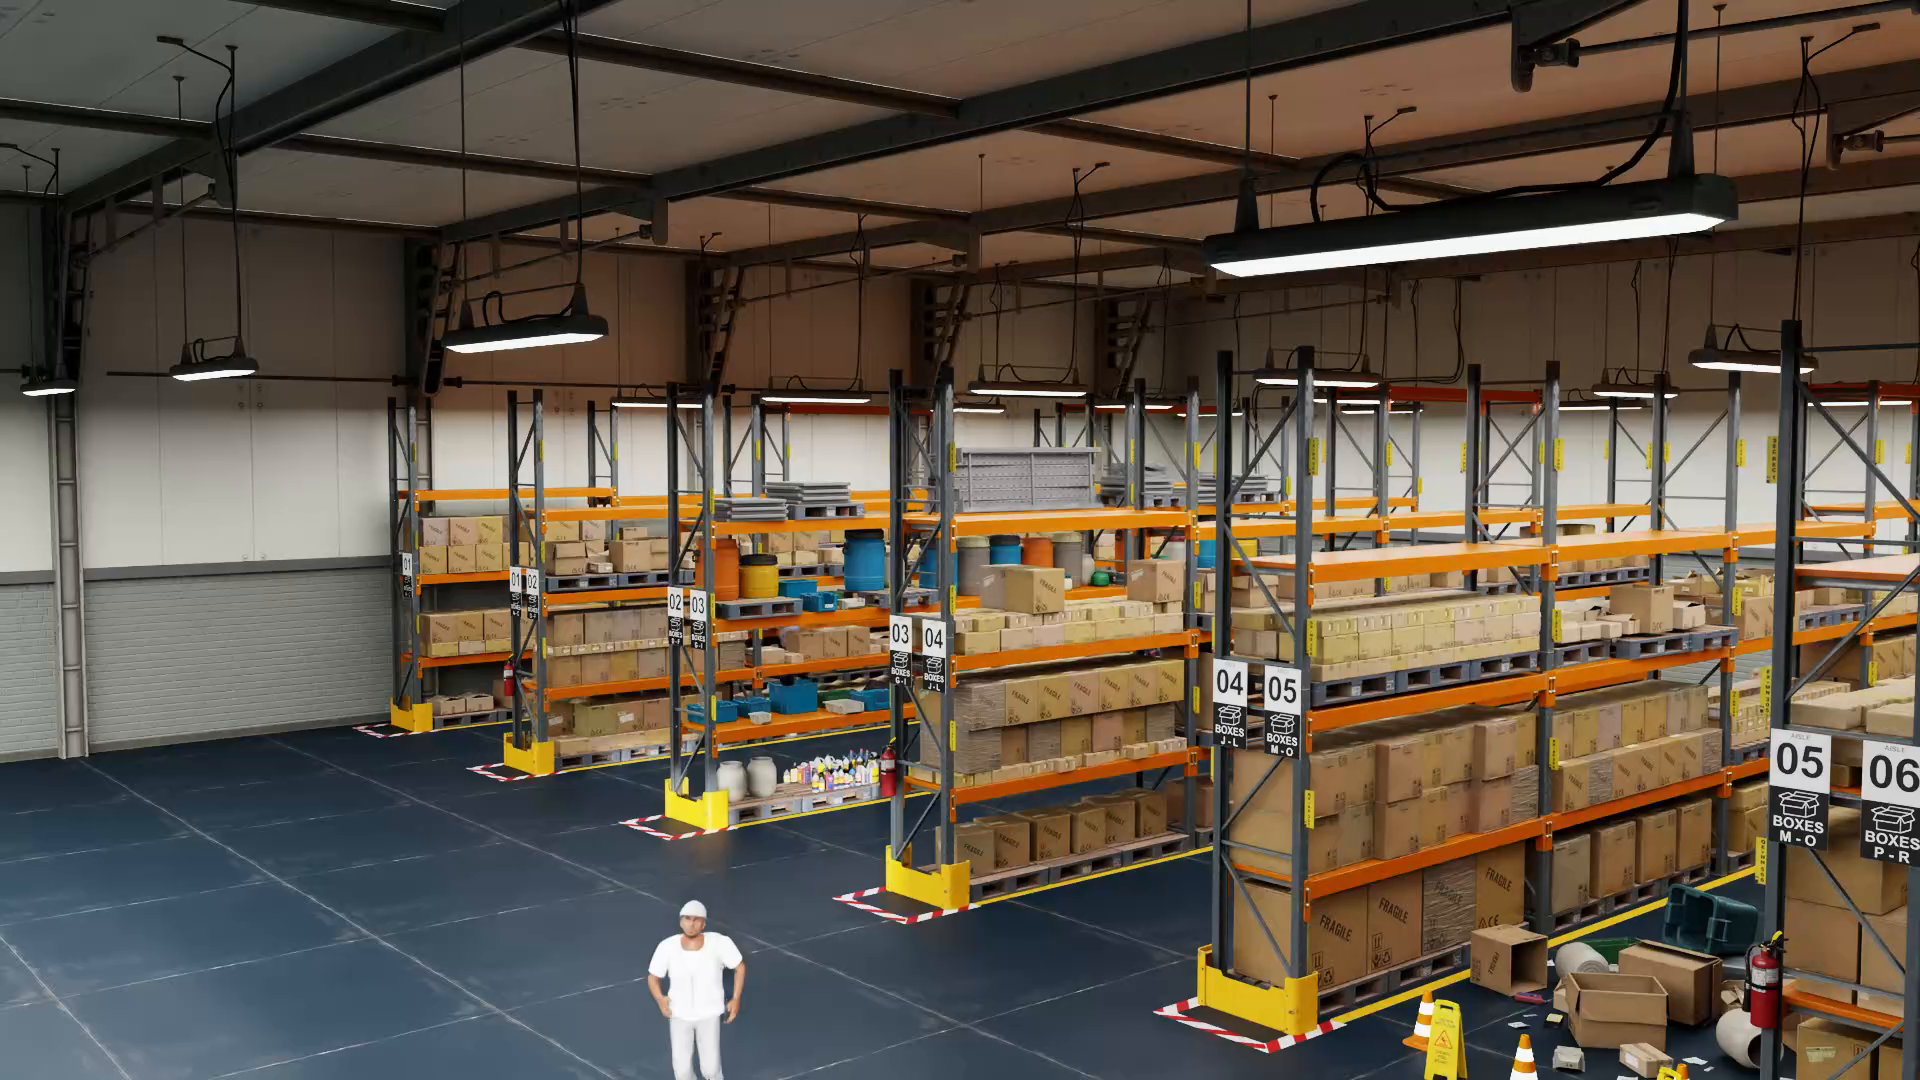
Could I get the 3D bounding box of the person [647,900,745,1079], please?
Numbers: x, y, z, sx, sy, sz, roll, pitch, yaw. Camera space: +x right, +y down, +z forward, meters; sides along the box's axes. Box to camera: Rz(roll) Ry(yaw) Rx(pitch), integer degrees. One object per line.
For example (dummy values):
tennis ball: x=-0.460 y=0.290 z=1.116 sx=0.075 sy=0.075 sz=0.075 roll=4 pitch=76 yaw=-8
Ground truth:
person: x=-2.001 y=3.575 z=12.587 sx=0.736 sy=1.727 sz=0.613 roll=0 pitch=3 yaw=-3

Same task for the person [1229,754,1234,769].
person: x=4.577 y=2.754 z=26.364 sx=0.794 sy=1.856 sz=0.629 roll=-3 pitch=5 yaw=-45

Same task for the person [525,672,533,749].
person: x=-7.032 y=2.622 z=28.200 sx=0.989 sy=1.785 sz=0.672 roll=-3 pitch=4 yaw=-38

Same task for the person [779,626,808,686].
person: x=-3.183 y=2.222 z=31.817 sx=0.683 sy=1.740 sz=0.612 roll=-2 pitch=4 yaw=-35

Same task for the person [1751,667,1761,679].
person: x=12.173 y=2.908 z=25.318 sx=0.812 sy=1.534 sz=0.739 roll=-2 pitch=4 yaw=-34
